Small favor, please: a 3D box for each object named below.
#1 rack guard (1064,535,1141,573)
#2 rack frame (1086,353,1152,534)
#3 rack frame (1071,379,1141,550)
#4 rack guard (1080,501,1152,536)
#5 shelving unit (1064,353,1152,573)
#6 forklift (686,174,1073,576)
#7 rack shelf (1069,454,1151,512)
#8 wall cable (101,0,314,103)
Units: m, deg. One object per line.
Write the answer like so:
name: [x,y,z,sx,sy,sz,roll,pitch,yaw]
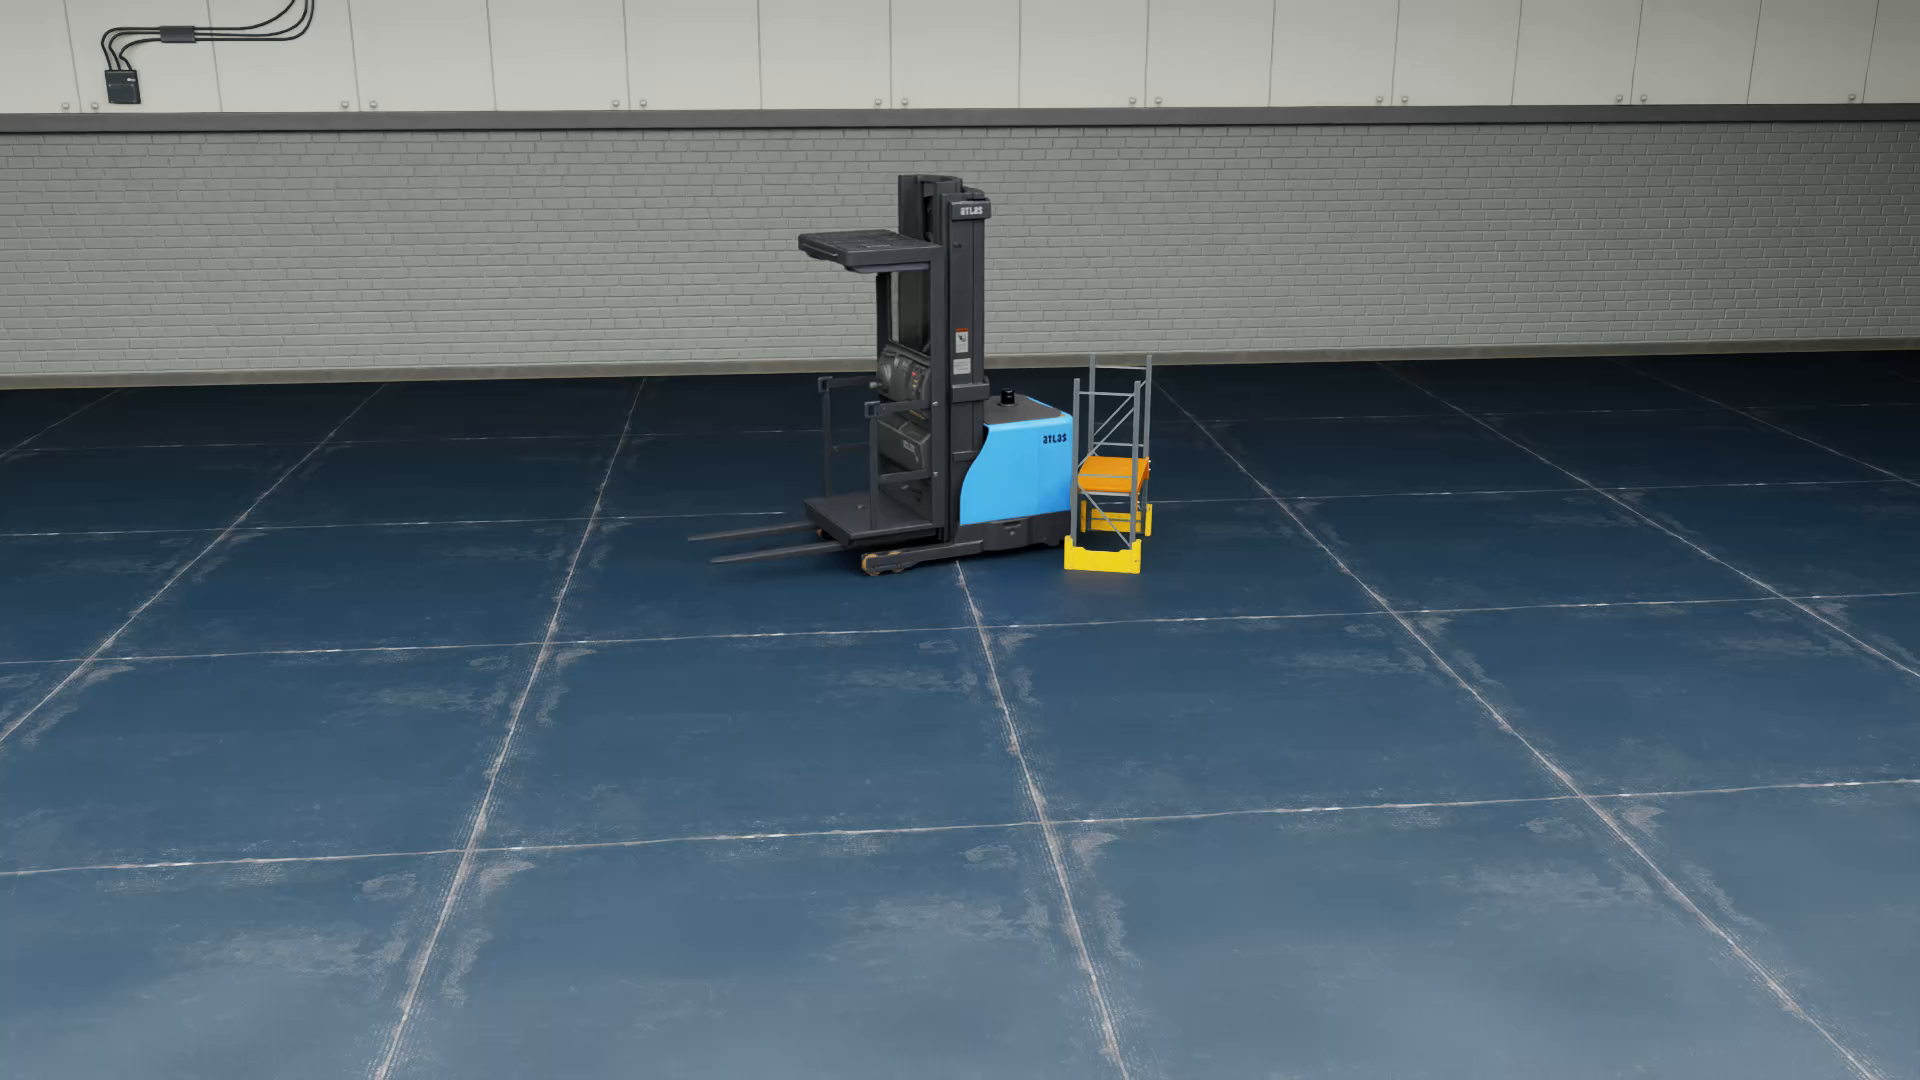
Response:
rack guard: [1.106,0.111,12.905,0.587,0.250,0.087,3,18,11]
rack frame: [1.302,-0.783,13.669,0.500,1.500,0.032,3,18,11]
rack frame: [1.106,-0.485,12.717,0.500,1.500,0.032,3,18,11]
rack guard: [1.298,-0.181,13.838,0.587,0.250,0.087,3,18,11]
shelving unit: [1.202,-0.631,13.184,0.587,1.500,1.083,3,18,11]
forklift: [-0.626,-1.302,12.930,3.031,2.935,1.130,-8,19,-24]
rack shelf: [1.204,-0.462,13.247,0.538,0.185,1.000,3,18,11]
wall cable: [-8.248,-7.729,17.596,2.305,6.003,0.169,-2,18,-6]
